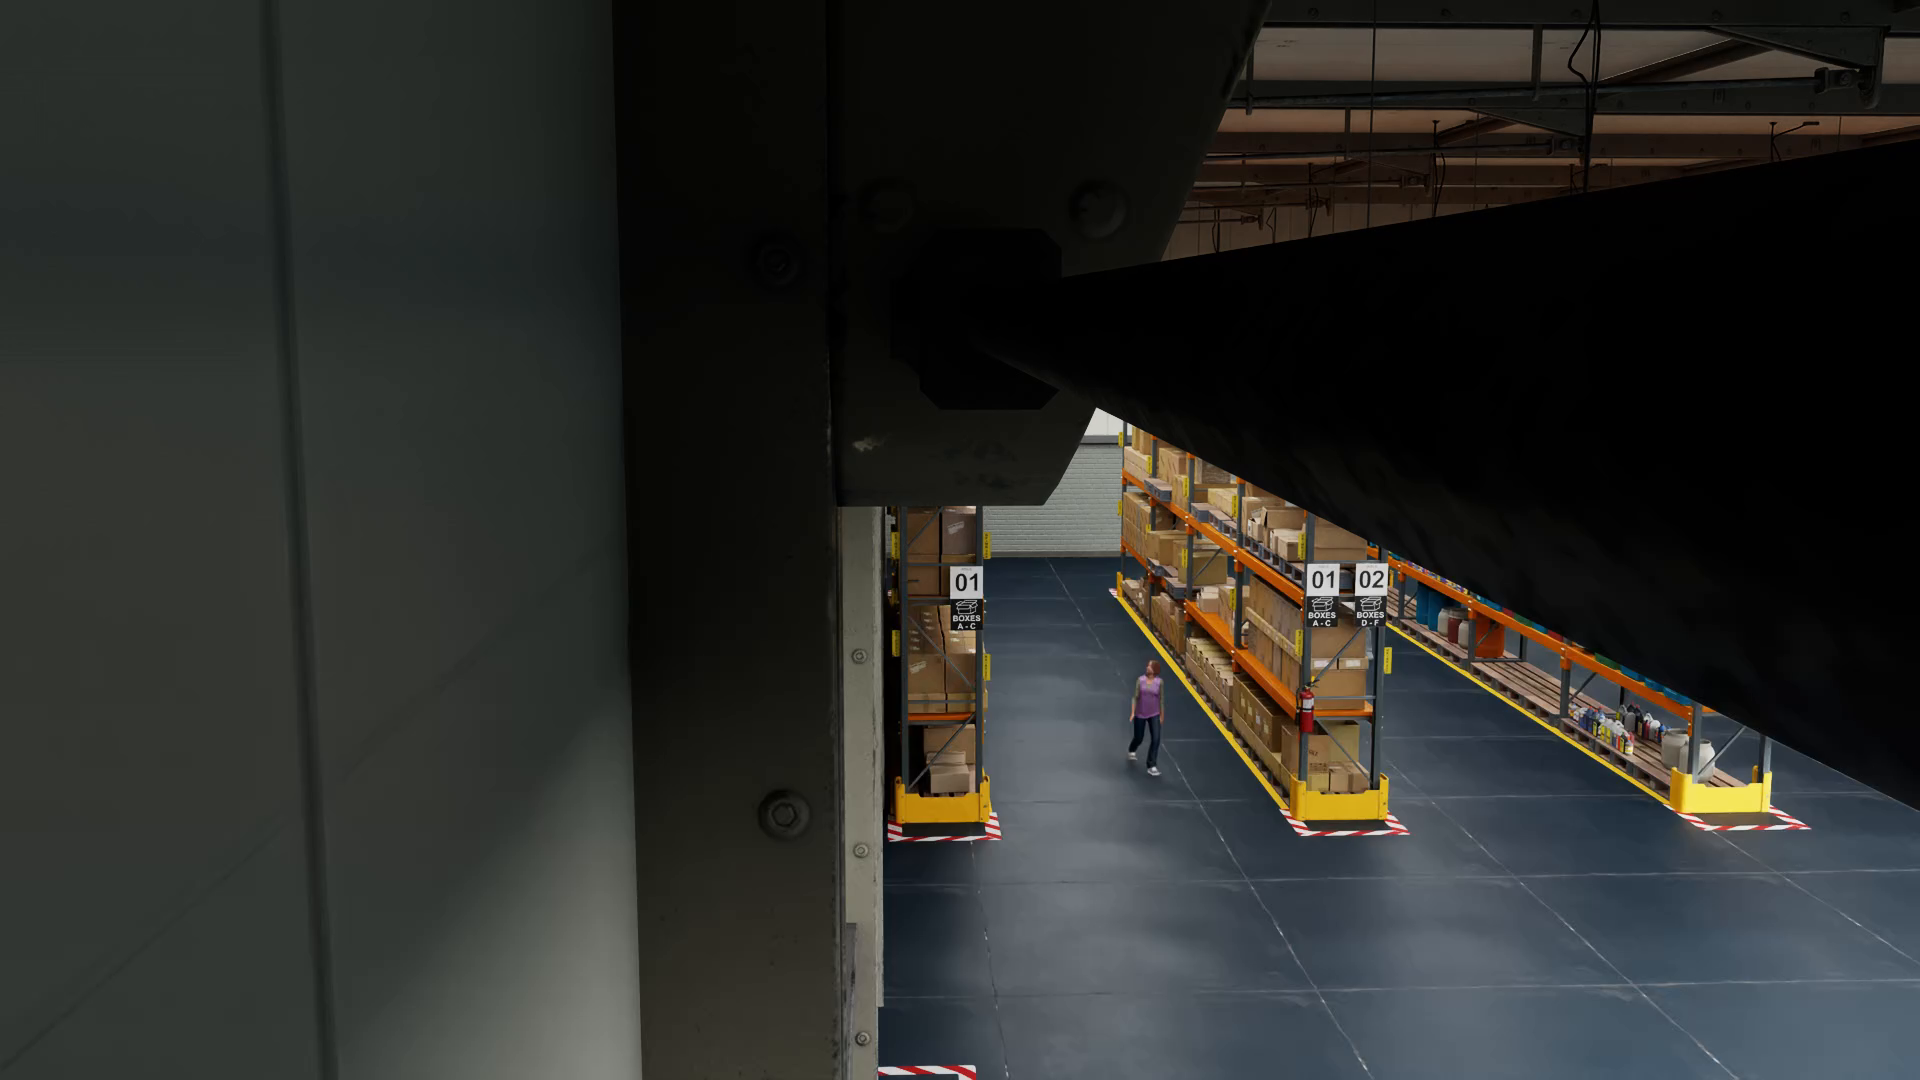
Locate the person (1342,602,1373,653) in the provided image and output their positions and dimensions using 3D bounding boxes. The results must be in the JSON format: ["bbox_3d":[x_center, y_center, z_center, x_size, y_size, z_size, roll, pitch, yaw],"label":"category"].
[{"bbox_3d":[7.259,1.191,30.158,0.702,1.674,0.928,0,8,-2],"label":"person"}]

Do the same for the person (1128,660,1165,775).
[{"bbox_3d":[2.521,2.387,22.707,0.518,1.513,0.847,-2,8,-12],"label":"person"}]
